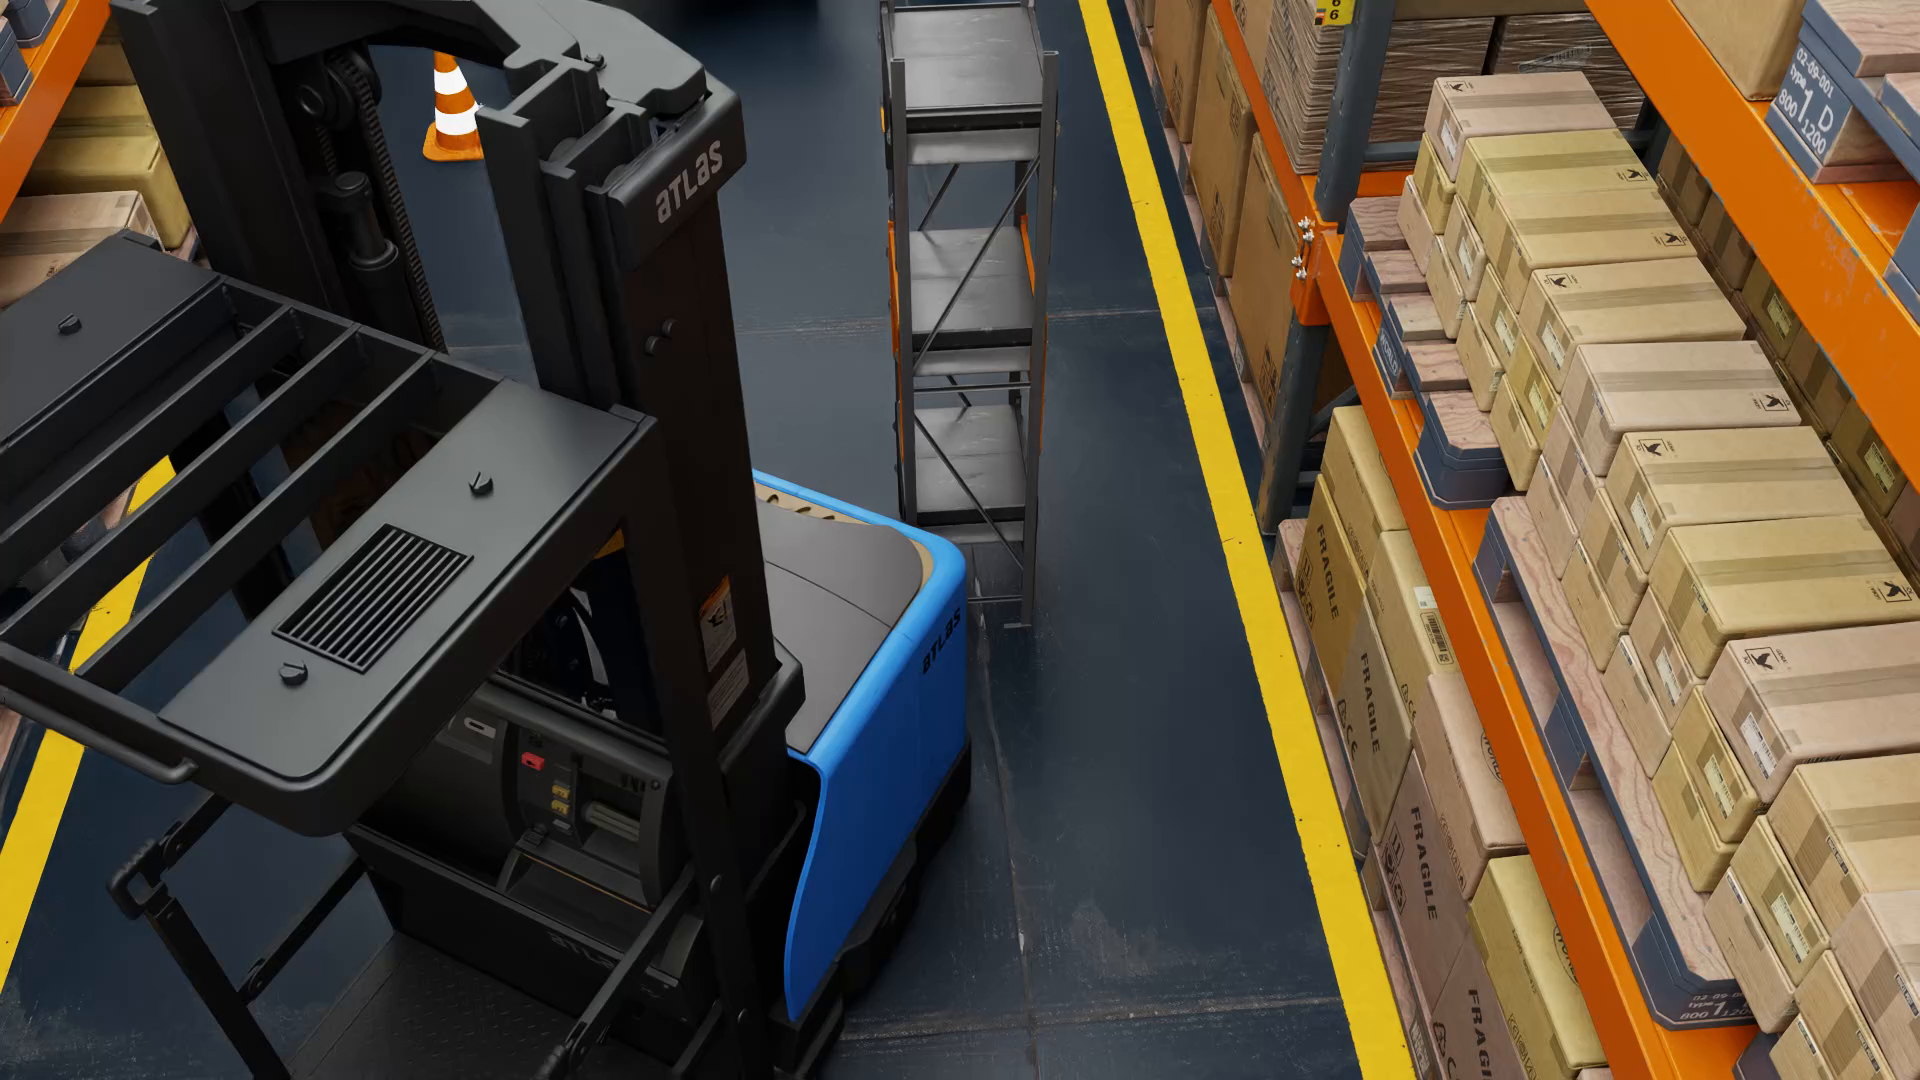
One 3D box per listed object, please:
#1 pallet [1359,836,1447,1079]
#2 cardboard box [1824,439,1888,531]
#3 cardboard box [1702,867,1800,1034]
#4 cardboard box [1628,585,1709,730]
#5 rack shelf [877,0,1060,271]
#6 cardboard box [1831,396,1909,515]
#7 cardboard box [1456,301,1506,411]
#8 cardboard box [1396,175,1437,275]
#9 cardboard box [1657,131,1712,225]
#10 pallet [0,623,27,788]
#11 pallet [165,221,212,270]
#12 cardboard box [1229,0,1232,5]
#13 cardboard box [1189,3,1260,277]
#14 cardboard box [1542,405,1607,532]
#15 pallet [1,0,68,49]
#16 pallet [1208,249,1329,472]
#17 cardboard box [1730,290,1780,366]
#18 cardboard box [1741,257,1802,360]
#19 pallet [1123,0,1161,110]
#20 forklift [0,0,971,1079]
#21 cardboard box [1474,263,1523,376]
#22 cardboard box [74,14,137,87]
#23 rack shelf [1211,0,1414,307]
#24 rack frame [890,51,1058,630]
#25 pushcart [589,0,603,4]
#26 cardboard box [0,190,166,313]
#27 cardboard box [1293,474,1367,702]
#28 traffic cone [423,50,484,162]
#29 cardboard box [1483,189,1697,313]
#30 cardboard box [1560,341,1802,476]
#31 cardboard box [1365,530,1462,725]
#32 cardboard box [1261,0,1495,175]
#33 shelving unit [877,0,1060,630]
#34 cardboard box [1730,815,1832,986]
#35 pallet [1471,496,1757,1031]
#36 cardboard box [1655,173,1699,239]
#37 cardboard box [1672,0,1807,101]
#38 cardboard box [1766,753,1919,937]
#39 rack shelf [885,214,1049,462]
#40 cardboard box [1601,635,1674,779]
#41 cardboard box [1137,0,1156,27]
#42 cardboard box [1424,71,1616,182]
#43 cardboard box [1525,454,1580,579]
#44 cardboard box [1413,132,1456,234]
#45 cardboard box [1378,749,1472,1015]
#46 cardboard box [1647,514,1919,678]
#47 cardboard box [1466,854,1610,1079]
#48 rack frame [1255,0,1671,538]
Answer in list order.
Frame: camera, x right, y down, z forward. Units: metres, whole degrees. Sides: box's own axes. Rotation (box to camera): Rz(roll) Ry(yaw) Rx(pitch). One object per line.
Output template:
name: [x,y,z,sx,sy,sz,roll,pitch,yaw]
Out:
pallet: [1.702,1.290,4.383,1.003,0.211,1.213,-3,47,-3]
cardboard box: [2.121,-0.103,3.665,0.380,0.149,0.250,-5,47,-5]
cardboard box: [1.552,0.695,2.909,0.380,0.149,0.250,-5,47,-5]
cardboard box: [1.515,0.213,3.161,0.380,0.149,0.250,-2,47,-2]
rack shelf: [0.014,-1.074,4.376,0.431,0.518,0.480,-3,47,-3]
cardboard box: [2.122,-0.201,3.553,0.380,0.149,0.250,-4,47,-4]
cardboard box: [1.421,-0.448,3.992,0.380,0.149,0.250,-1,47,-1]
cardboard box: [1.375,-0.837,4.360,0.380,0.149,0.250,-4,47,-4]
cardboard box: [2.034,-0.945,4.258,0.380,0.149,0.250,-3,47,-2]
pallet: [-3.394,0.793,4.854,1.003,0.211,1.213,-3,47,-3]
pallet: [-3.548,-1.228,6.768,1.003,0.211,1.213,-3,47,-3]
cardboard box: [1.152,-2.181,5.681,0.500,0.500,0.500,-4,47,-4]
cardboard box: [1.501,-1.564,6.426,1.050,0.750,0.750,-3,47,-3]
cardboard box: [1.471,-0.161,3.516,0.380,0.149,0.250,-3,47,-3]
pallet: [-3.592,-2.105,5.809,1.003,0.211,1.213,-3,47,-3]
pallet: [1.548,-0.731,6.297,1.003,0.211,1.213,-3,47,-3]
cardboard box: [2.079,-0.478,4.021,0.380,0.149,0.250,-3,47,-3]
cardboard box: [2.083,-0.562,3.895,0.380,0.149,0.250,-2,47,-2]
pallet: [1.344,-2.496,7.969,1.003,0.211,1.213,-3,47,-3]
forklift: [-1.074,0.548,3.212,1.130,2.935,3.031,20,50,18]
cardboard box: [1.430,-0.524,3.859,0.380,0.149,0.250,-5,47,-5]
cardboard box: [-3.610,-1.976,7.077,0.950,0.372,0.625,-1,47,-1]
rack shelf: [1.372,-2.314,6.372,1.077,0.370,4.000,-3,47,-3]
rack frame: [0.034,-0.426,4.707,0.400,2.100,0.015,-3,47,-3]
pushcart: [-1.452,-2.908,8.244,1.648,0.377,0.936,-19,49,-17]
cardboard box: [-3.492,-0.924,6.080,0.950,0.372,0.625,-4,47,-4]
cardboard box: [1.344,0.128,4.996,0.500,0.500,0.500,-5,47,-5]
traffic cone: [-2.221,-1.951,7.279,0.336,0.463,0.334,-3,47,-3]
cardboard box: [1.426,-0.659,3.783,0.380,0.149,0.250,-4,47,-4]
cardboard box: [1.472,-0.272,3.416,0.380,0.149,0.250,-2,47,-1]
cardboard box: [1.398,0.223,4.389,0.500,0.250,0.500,-4,47,-4]
cardboard box: [1.234,-1.459,4.997,0.500,0.500,0.500,-3,47,-3]
shelving unit: [0.014,-0.602,4.874,0.431,2.100,0.503,-3,47,-3]
cardboard box: [1.555,0.587,2.807,0.380,0.149,0.250,-6,47,-5]
pallet: [1.746,0.381,3.455,1.003,0.211,1.213,-3,47,-3]
cardboard box: [2.038,-0.844,4.367,0.380,0.149,0.250,-3,47,-3]
cardboard box: [1.418,-1.029,2.523,0.500,0.500,0.500,-3,47,-3]
cardboard box: [1.563,0.489,2.695,0.380,0.149,0.250,-5,47,-5]
rack shelf: [0.014,-0.593,4.884,0.431,0.518,0.480,-3,47,-3]
cardboard box: [1.509,0.311,3.274,0.380,0.149,0.250,-5,47,-5]
cardboard box: [1.346,-2.936,7.725,1.050,0.750,0.750,-4,47,-3]
cardboard box: [1.385,-1.028,4.132,0.380,0.149,0.250,-3,47,-3]
cardboard box: [1.470,-0.060,3.625,0.380,0.149,0.250,-2,47,-2]
cardboard box: [1.379,-0.913,4.228,0.380,0.149,0.250,-2,47,-2]
cardboard box: [1.437,0.862,4.300,0.500,0.500,0.500,-5,47,-4]
cardboard box: [1.513,0.100,3.063,0.380,0.149,0.250,-4,47,-4]
cardboard box: [1.471,0.959,3.692,0.500,0.250,0.500,-5,47,-5]
rack frame: [1.539,-1.115,4.740,1.000,3.000,0.127,-3,47,-3]
